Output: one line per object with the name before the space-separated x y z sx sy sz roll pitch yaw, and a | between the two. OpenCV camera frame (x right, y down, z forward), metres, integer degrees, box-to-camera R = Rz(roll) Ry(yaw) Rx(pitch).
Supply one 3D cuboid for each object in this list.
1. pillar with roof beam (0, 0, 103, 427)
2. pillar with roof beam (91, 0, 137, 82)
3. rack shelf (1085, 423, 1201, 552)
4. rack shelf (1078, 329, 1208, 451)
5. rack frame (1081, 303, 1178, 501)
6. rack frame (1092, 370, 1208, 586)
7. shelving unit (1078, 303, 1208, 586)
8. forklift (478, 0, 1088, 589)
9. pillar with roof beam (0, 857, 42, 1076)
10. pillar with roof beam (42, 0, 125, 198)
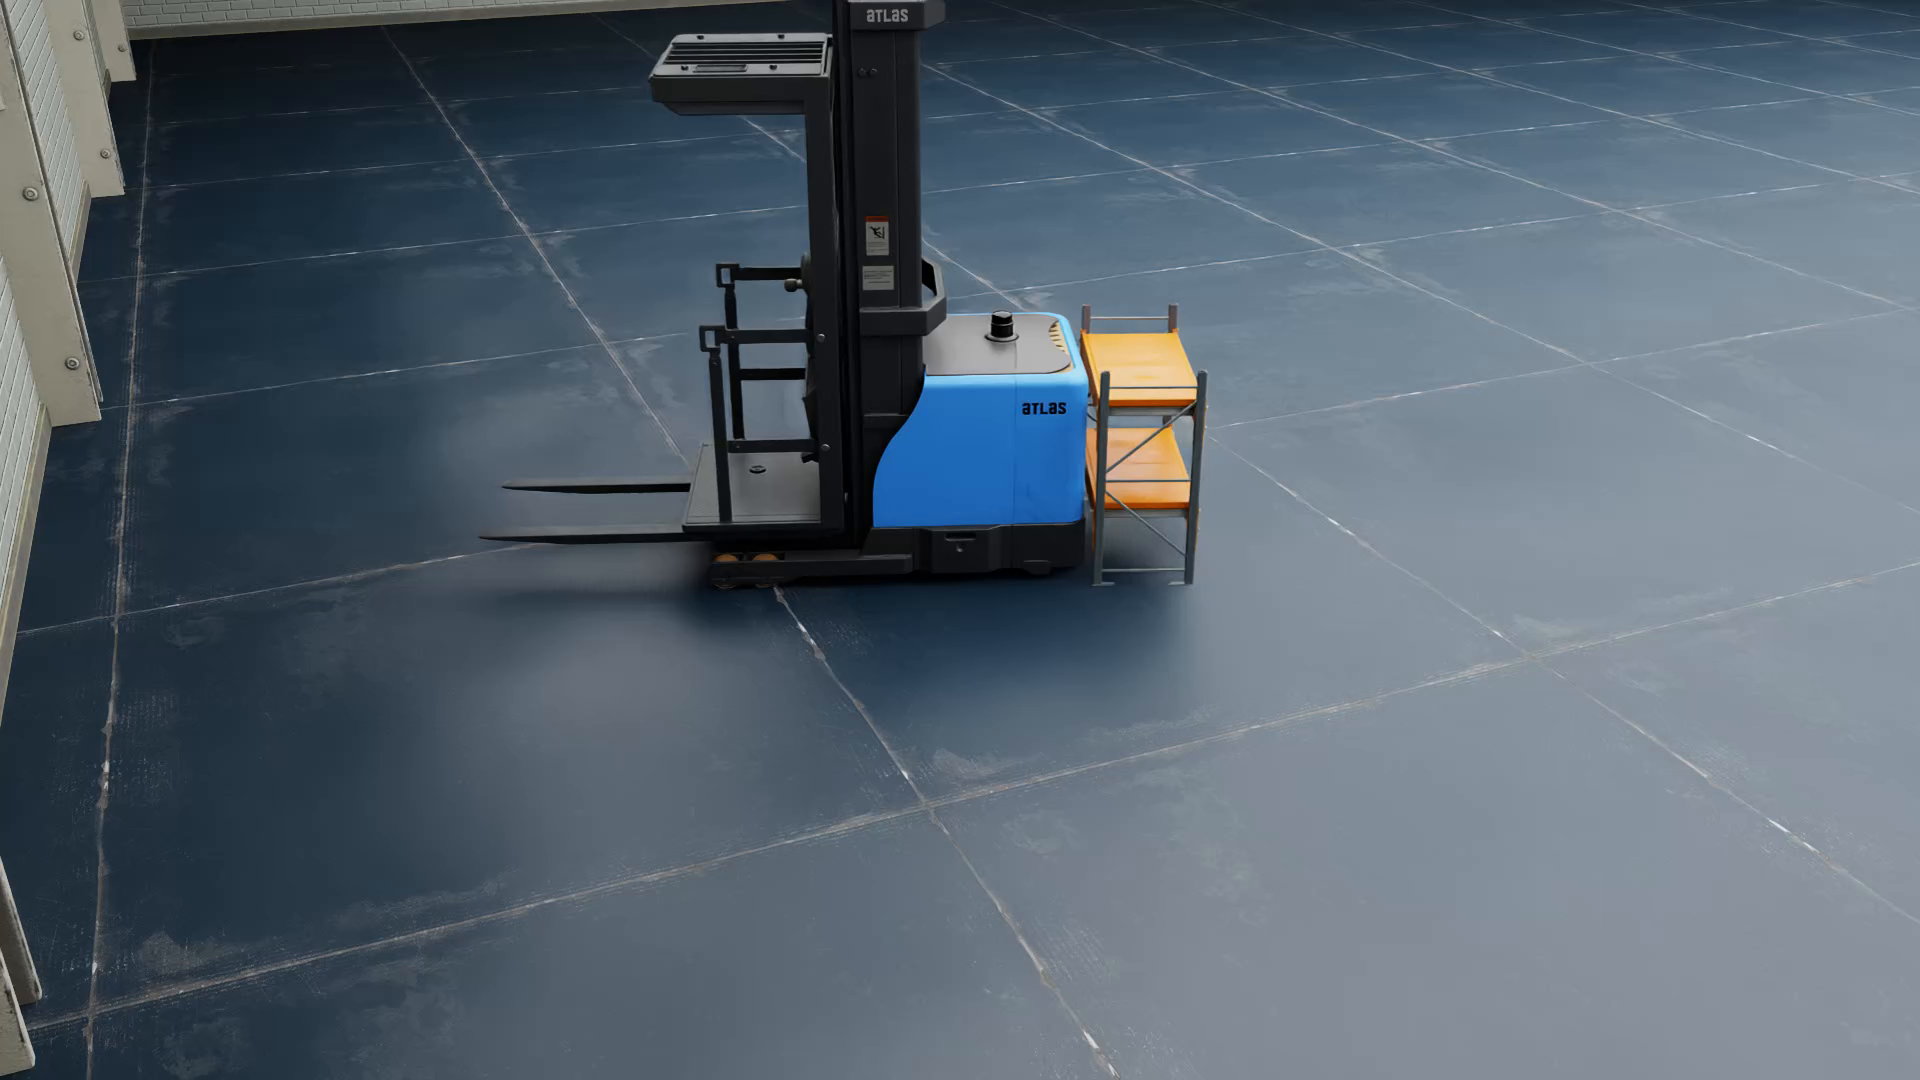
pillar with roof beam | -1.563 -5.577 9.916 9.100 9.000 0.400 -11 28 -21
pillar with roof beam | -6.262 -10.422 19.838 9.100 9.000 0.400 -11 28 -21
rack shelf | 0.901 -0.288 8.615 0.538 0.278 1.000 0 26 -1
rack shelf | 0.901 -0.770 8.379 0.538 0.278 1.000 0 26 -1
rack frame | 0.892 -0.730 8.964 0.500 1.125 0.032 0 26 -1
rack frame | 0.911 -0.284 8.051 0.500 1.125 0.032 0 26 -1
shelving unit | 0.901 -0.507 8.507 0.538 1.125 1.048 0 26 -1
forklift | -0.906 -1.314 8.100 3.031 2.935 1.130 -1 26 -3
pillar with roof beam | 0.787 -3.155 4.955 9.100 9.000 0.400 -11 28 -21
pillar with roof beam | -3.913 -7.999 14.877 9.100 9.000 0.400 -11 28 -21
